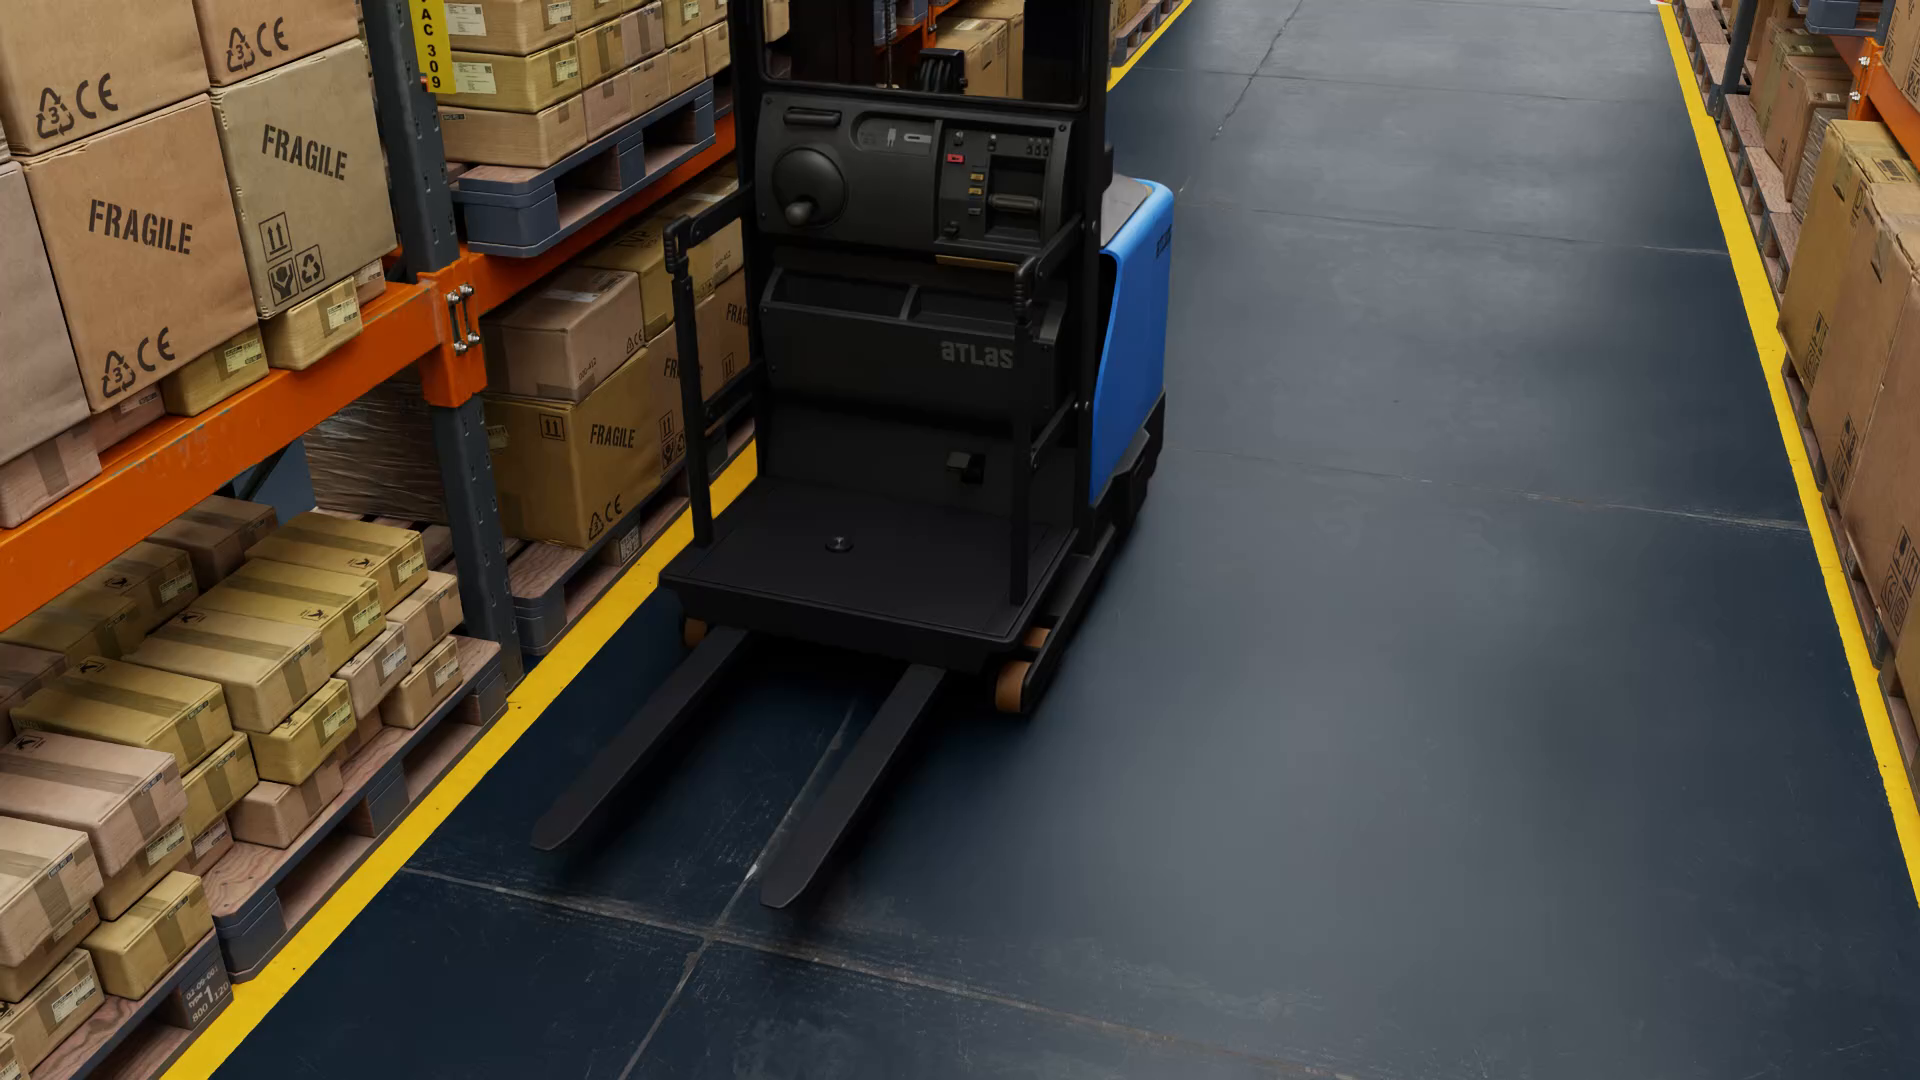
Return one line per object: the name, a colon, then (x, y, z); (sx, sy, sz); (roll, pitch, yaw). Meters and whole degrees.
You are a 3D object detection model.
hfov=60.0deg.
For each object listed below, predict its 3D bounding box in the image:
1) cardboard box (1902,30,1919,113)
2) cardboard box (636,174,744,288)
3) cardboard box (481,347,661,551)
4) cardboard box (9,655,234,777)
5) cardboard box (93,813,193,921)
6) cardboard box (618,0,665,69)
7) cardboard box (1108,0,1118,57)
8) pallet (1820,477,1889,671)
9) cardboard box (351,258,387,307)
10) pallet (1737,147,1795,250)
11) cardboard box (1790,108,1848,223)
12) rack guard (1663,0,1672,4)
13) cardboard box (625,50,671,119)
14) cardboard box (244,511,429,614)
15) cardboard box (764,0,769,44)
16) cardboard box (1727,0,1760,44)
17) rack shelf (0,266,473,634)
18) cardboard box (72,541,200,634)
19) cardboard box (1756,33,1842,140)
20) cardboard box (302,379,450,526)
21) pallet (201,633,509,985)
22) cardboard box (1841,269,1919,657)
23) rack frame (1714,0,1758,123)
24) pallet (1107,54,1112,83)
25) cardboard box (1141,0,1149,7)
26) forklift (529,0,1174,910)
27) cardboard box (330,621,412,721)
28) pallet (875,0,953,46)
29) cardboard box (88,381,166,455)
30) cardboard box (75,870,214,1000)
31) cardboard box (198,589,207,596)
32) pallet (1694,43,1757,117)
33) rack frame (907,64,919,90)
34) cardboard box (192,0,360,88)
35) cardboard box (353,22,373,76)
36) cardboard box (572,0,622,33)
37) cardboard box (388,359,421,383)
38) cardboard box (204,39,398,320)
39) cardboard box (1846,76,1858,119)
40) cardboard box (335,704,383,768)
cardboard box: (3.532, -1.658, 5.542); (0.500, 0.500, 0.500); (8, 30, 14)
cardboard box: (-1.025, -1.146, 6.092); (0.500, 0.250, 0.500); (10, 31, 17)
cardboard box: (-1.332, -0.334, 5.404); (0.500, 0.500, 0.500); (10, 31, 17)
cardboard box: (-1.912, 0.418, 3.801); (0.380, 0.149, 0.250); (9, 30, 17)
cardboard box: (-1.944, 0.665, 3.663); (0.380, 0.149, 0.250); (9, 30, 16)
cardboard box: (-1.097, -1.499, 4.879); (0.380, 0.149, 0.250); (9, 30, 16)
cardboard box: (0.450, -3.554, 10.935); (1.050, 0.750, 0.750); (8, 30, 15)
pallet: (3.420, 0.098, 5.357); (1.003, 0.211, 1.213); (8, 30, 15)
cardboard box: (-1.662, -0.661, 4.111); (0.380, 0.149, 0.250); (8, 30, 14)
pallet: (4.675, -1.751, 8.680); (1.003, 0.211, 1.213); (8, 30, 15)
cardboard box: (4.412, -1.715, 7.866); (0.700, 0.500, 0.500); (6, 30, 11)
rack guard: (6.410, -4.631, 13.561); (1.175, 0.500, 0.348); (8, 30, 15)
cardboard box: (-1.094, -1.374, 4.960); (0.380, 0.149, 0.250); (9, 30, 15)
cardboard box: (-1.658, 0.068, 4.431); (0.380, 0.149, 0.250); (9, 30, 16)
cardboard box: (-0.869, -1.736, 5.611); (0.380, 0.149, 0.250); (8, 30, 14)
cardboard box: (5.682, -3.738, 11.524); (0.500, 0.500, 0.500); (6, 30, 10)
rack shelf: (-2.389, 0.307, 2.853); (1.077, 0.370, 4.000); (8, 30, 15)
cardboard box: (-2.239, 0.115, 4.346); (0.380, 0.149, 0.250); (10, 31, 17)
cardboard box: (4.899, -2.499, 9.275); (0.700, 0.500, 0.500); (8, 30, 15)
cardboard box: (-1.826, -0.408, 5.537); (0.500, 0.500, 0.500); (8, 30, 14)
pallet: (-1.965, 0.599, 4.457); (1.003, 0.211, 1.213); (8, 30, 15)
cardboard box: (3.340, -0.153, 4.693); (1.225, 0.875, 0.875); (7, 30, 13)
rack frame: (5.258, -3.900, 9.675); (1.000, 3.000, 0.127); (8, 30, 15)
pallet: (0.392, -3.067, 11.046); (1.003, 0.211, 1.213); (8, 30, 15)
cardboard box: (1.059, -4.612, 12.708); (0.875, 0.875, 0.875); (9, 30, 15)
forklift: (-0.213, -0.994, 4.522); (1.130, 2.935, 3.031); (10, 31, 17)
cardboard box: (-1.658, 0.314, 4.294); (0.380, 0.149, 0.250); (7, 30, 12)
pallet: (-0.735, -2.366, 7.114); (1.213, 0.211, 1.003); (8, 30, 15)
cardboard box: (-1.910, -0.300, 3.463); (0.380, 0.149, 0.250); (8, 30, 13)
cardboard box: (-1.895, 0.837, 3.660); (0.380, 0.149, 0.250); (8, 30, 15)
cardboard box: (-2.214, 0.118, 4.647); (0.380, 0.149, 0.250); (10, 31, 17)
pallet: (5.421, -2.999, 10.923); (1.003, 0.211, 1.213); (8, 30, 15)
rack frame: (-0.628, -2.796, 7.691); (1.000, 3.000, 0.127); (8, 30, 15)
cardboard box: (-1.682, -1.291, 3.547); (0.500, 0.500, 0.500); (7, 30, 13)
cardboard box: (-1.874, -1.354, 4.619); (0.380, 0.149, 0.250); (9, 30, 16)
cardboard box: (-1.171, -1.519, 4.609); (0.380, 0.149, 0.250); (9, 30, 16)
cardboard box: (-1.825, -0.738, 5.359); (0.500, 0.250, 0.500); (8, 30, 14)
cardboard box: (-1.674, -0.846, 3.776); (0.500, 0.500, 0.500); (9, 30, 15)
cardboard box: (4.398, -2.032, 7.665); (0.500, 0.250, 0.500); (12, 31, 20)
cardboard box: (-1.748, 0.465, 4.329); (0.380, 0.149, 0.250); (9, 30, 16)
